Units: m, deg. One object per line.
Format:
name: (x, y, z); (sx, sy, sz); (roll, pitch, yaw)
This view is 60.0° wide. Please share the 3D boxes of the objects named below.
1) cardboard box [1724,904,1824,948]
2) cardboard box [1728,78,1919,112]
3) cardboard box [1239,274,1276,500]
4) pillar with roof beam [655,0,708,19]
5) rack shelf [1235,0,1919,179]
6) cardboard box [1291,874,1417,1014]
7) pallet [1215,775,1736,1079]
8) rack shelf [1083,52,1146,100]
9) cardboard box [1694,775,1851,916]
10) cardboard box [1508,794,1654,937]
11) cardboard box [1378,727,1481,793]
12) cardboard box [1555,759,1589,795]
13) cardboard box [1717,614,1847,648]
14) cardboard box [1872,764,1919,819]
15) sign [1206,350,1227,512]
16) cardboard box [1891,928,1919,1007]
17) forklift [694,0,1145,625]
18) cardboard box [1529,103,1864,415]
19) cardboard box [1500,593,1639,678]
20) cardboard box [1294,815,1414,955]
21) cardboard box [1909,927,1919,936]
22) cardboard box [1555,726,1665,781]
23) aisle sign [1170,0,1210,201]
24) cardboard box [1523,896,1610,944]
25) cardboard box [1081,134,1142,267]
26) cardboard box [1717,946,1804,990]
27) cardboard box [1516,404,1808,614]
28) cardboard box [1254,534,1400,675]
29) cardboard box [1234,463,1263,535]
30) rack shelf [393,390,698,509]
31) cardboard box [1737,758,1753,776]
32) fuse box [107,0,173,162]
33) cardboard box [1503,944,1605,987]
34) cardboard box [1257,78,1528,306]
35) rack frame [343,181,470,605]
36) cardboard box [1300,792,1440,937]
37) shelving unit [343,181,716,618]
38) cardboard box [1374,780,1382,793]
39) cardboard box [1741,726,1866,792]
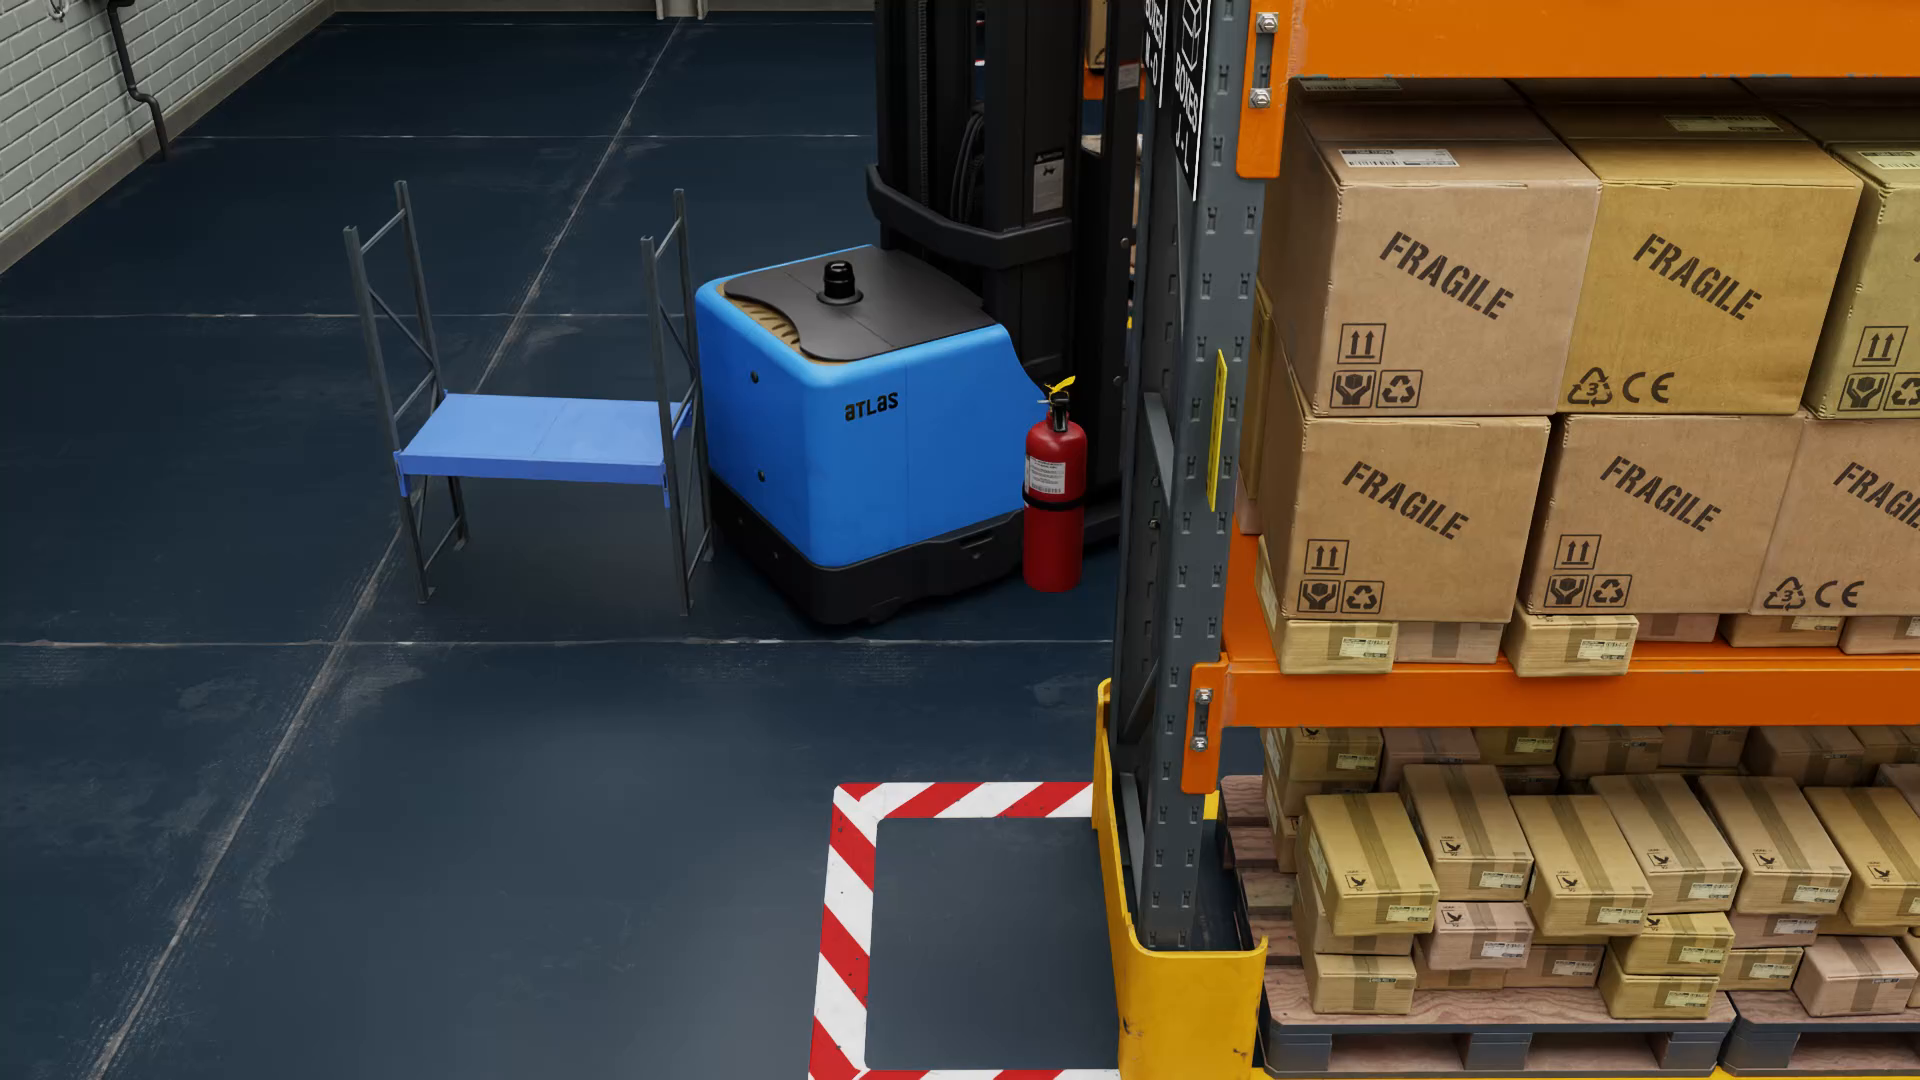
cardboard box: (2.084, 0.898, 4.435); (0.250, 0.149, 0.380); (-2, 31, -3)
cardboard box: (2.001, -0.868, 3.942); (0.500, 0.500, 0.500); (1, 31, 2)
cardboard box: (0.966, -0.437, 4.196); (0.500, 0.500, 0.500); (0, 31, 1)
pillar with roof beam: (-2.322, -6.065, 8.072); (0.400, 9.000, 9.100); (0, 31, 0)
rack shelf: (2.518, -1.114, 3.496); (4.000, 0.370, 1.077); (0, 31, 0)
cardboard box: (1.044, 1.071, 4.436); (0.250, 0.149, 0.380); (0, 31, 1)
pallet: (1.407, 1.075, 4.774); (1.213, 0.211, 1.003); (0, 31, 0)
rack shelf: (2.387, -2.399, 8.505); (4.000, 0.370, 1.077); (0, 31, 0)
cardboard box: (2.097, 0.790, 4.327); (0.250, 0.149, 0.380); (1, 31, 2)
cardboard box: (1.572, 0.829, 4.261); (0.250, 0.149, 0.380); (0, 31, 0)
cardboard box: (1.298, 0.548, 4.725); (0.250, 0.149, 0.380); (0, 31, 1)
cardboard box: (1.833, 0.680, 4.794); (0.250, 0.149, 0.380); (-1, 31, -1)
cardboard box: (1.897, 0.089, 3.955); (0.250, 0.149, 0.380); (0, 31, -1)
cardboard box: (2.611, 0.762, 4.372); (0.250, 0.149, 0.380); (0, 31, 0)
sign: (0.521, -0.221, 3.388); (0.005, 0.325, 0.100); (0, 31, 0)
cardboard box: (2.591, 1.059, 4.456); (0.250, 0.149, 0.380); (0, 31, 0)
forklift: (0.498, -1.512, 6.417); (3.031, 2.935, 1.130); (-19, 36, -28)
cardboard box: (1.473, -0.599, 3.498); (0.500, 0.500, 0.500); (1, 31, 1)
cardboard box: (1.368, 0.149, 3.856); (0.250, 0.149, 0.380); (-1, 31, -2)
cardboard box: (1.044, 0.911, 4.413); (0.250, 0.149, 0.380); (1, 31, 2)
cardboard box: (2.625, 0.880, 4.464); (0.250, 0.149, 0.380); (1, 31, 2)
cardboard box: (1.815, 0.514, 4.782); (0.250, 0.149, 0.380); (-1, 31, -2)
aisle sign: (0.447, -1.088, 3.146); (0.004, 0.787, 0.394); (0, 31, 0)
cardboard box: (1.562, 0.893, 4.443); (0.250, 0.149, 0.380); (0, 31, 0)
cardboard box: (1.047, -1.838, 8.953); (0.875, 0.438, 0.875); (-1, 31, -2)
cardboard box: (2.064, 1.029, 4.505); (0.250, 0.149, 0.380); (0, 31, 0)
cardboard box: (1.504, -0.175, 3.764); (0.500, 0.500, 0.500); (0, 31, 0)
cardboard box: (0.844, 0.144, 3.863); (0.250, 0.149, 0.380); (0, 31, -1)
cardboard box: (0.842, -0.173, 4.385); (0.250, 0.149, 0.380); (0, 31, 0)
rack shelf: (-1.525, -0.347, 6.223); (1.000, 0.185, 0.538); (3, 31, 4)
cardboard box: (2.338, 0.628, 4.880); (0.250, 0.149, 0.380); (1, 31, 2)
fuse box: (-5.118, -3.209, 10.390); (0.414, 1.711, 0.539); (0, 31, 0)
cardboard box: (1.553, 1.024, 4.515); (0.250, 0.149, 0.380); (0, 31, 0)
cardboard box: (0.974, -0.860, 3.929); (0.500, 0.500, 0.500); (-1, 31, -1)
rack frame: (-2.031, -0.524, 6.167); (0.032, 1.500, 0.500); (3, 31, 4)
cardboard box: (1.044, 0.827, 4.265); (0.250, 0.149, 0.380); (-2, 31, -3)
shelving unit: (-1.525, -0.501, 6.130); (1.048, 1.500, 0.538); (3, 31, 4)
cardboard box: (1.306, 0.657, 4.832); (0.250, 0.149, 0.380); (-1, 31, -1)
cardboard box: (2.348, 0.541, 4.737); (0.250, 0.149, 0.380); (-1, 31, -2)
